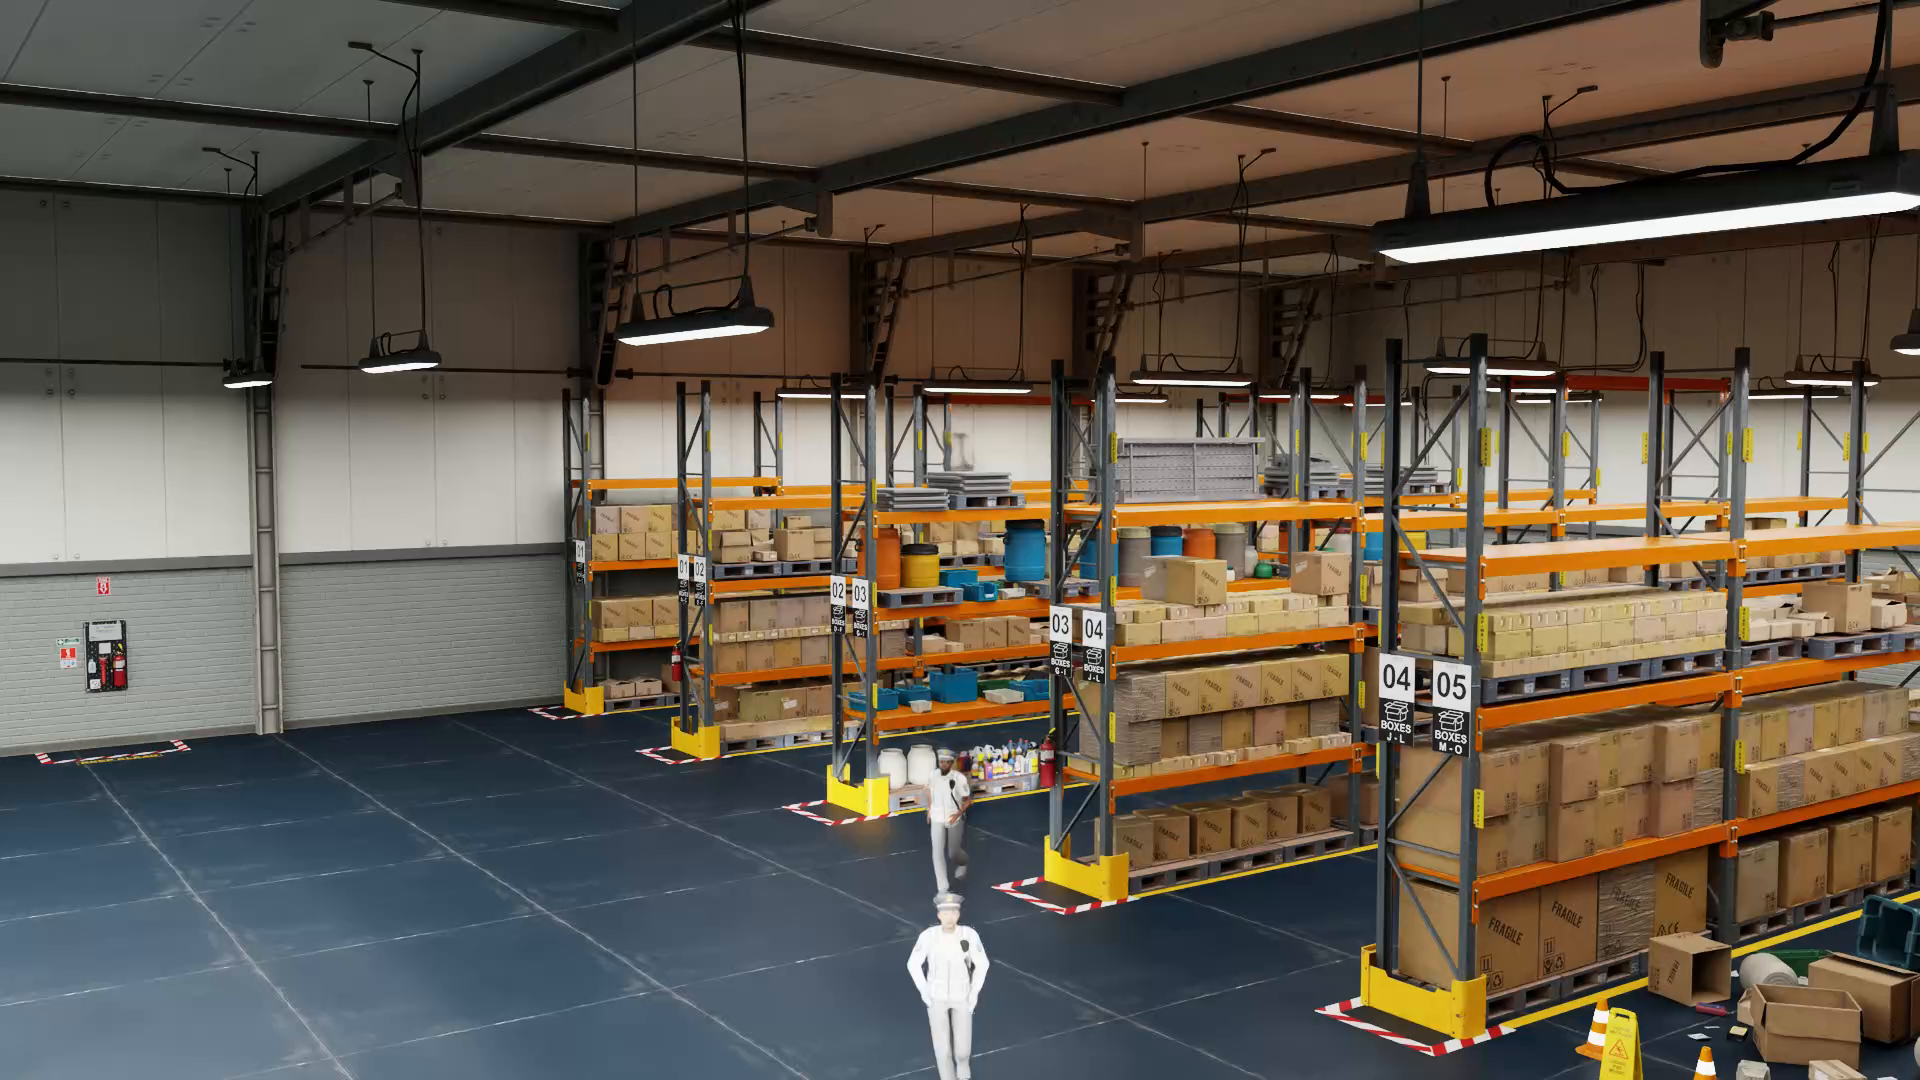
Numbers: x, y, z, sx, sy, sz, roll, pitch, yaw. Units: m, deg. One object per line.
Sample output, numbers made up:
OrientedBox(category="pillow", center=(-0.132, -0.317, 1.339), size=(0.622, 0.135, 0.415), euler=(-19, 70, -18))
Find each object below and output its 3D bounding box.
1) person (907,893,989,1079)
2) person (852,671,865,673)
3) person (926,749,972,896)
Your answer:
OrientedBox(category="person", center=(-0.092, 3.513, 12.790), size=(0.627, 1.663, 0.530), euler=(0, 4, 1))
OrientedBox(category="person", center=(-1.809, 2.393, 30.677), size=(0.834, 1.636, 0.585), euler=(-3, 5, -41))
OrientedBox(category="person", center=(-0.128, 3.144, 18.656), size=(0.564, 1.683, 0.879), euler=(1, 4, 14))
